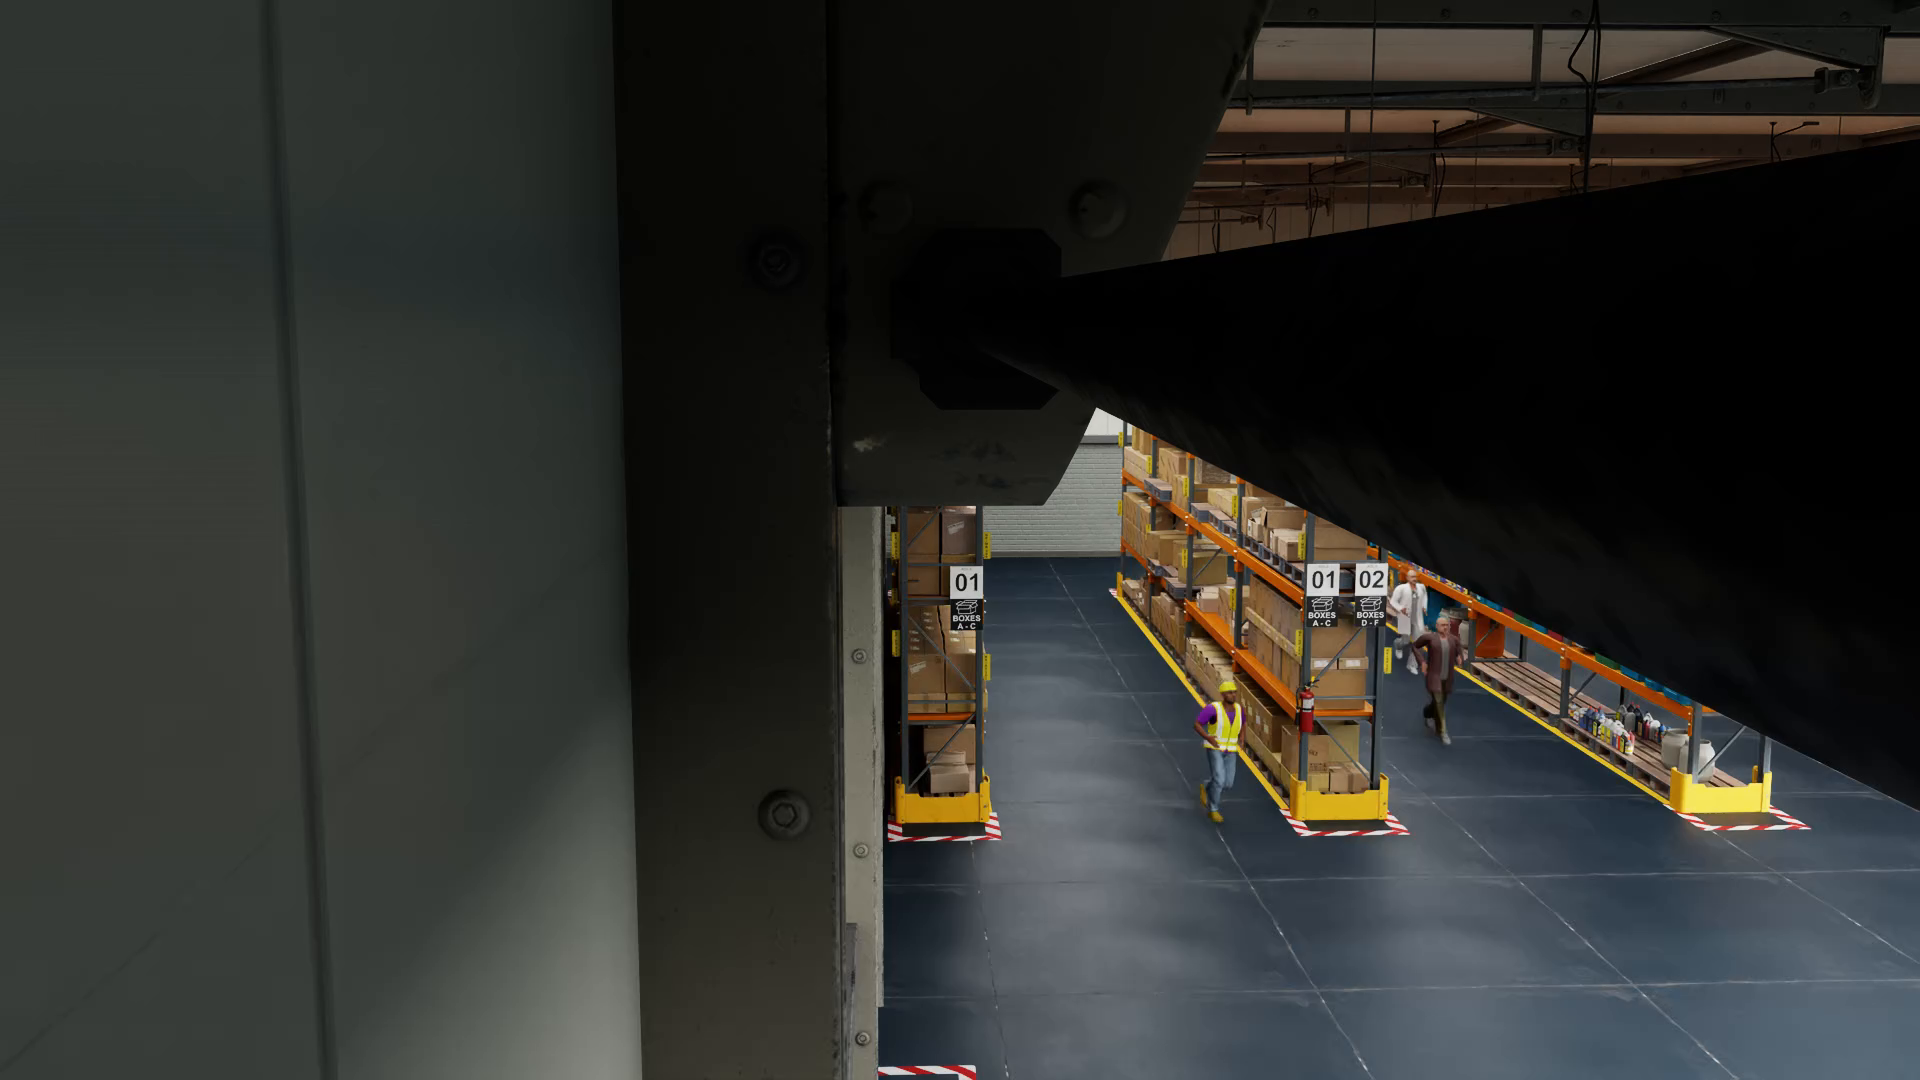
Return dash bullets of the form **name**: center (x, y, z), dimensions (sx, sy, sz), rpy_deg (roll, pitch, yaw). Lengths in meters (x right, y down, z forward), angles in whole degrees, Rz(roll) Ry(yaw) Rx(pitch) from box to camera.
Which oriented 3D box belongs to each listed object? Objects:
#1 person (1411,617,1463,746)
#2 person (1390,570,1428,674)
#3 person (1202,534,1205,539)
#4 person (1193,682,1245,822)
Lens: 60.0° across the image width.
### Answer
- **person**: center (7.028, 2.020, 24.391), dimensions (0.703, 1.802, 1.047), rpy_deg (-2, 8, -11)
- **person**: center (7.865, 1.405, 29.086), dimensions (0.721, 1.788, 0.917), rpy_deg (-1, 8, -4)
- **person**: center (5.284, 0.292, 36.906), dimensions (0.684, 1.740, 0.558), rpy_deg (-6, 10, -39)
- **person**: center (3.248, 2.594, 20.731), dimensions (0.737, 1.714, 0.643), rpy_deg (-3, 9, -21)
